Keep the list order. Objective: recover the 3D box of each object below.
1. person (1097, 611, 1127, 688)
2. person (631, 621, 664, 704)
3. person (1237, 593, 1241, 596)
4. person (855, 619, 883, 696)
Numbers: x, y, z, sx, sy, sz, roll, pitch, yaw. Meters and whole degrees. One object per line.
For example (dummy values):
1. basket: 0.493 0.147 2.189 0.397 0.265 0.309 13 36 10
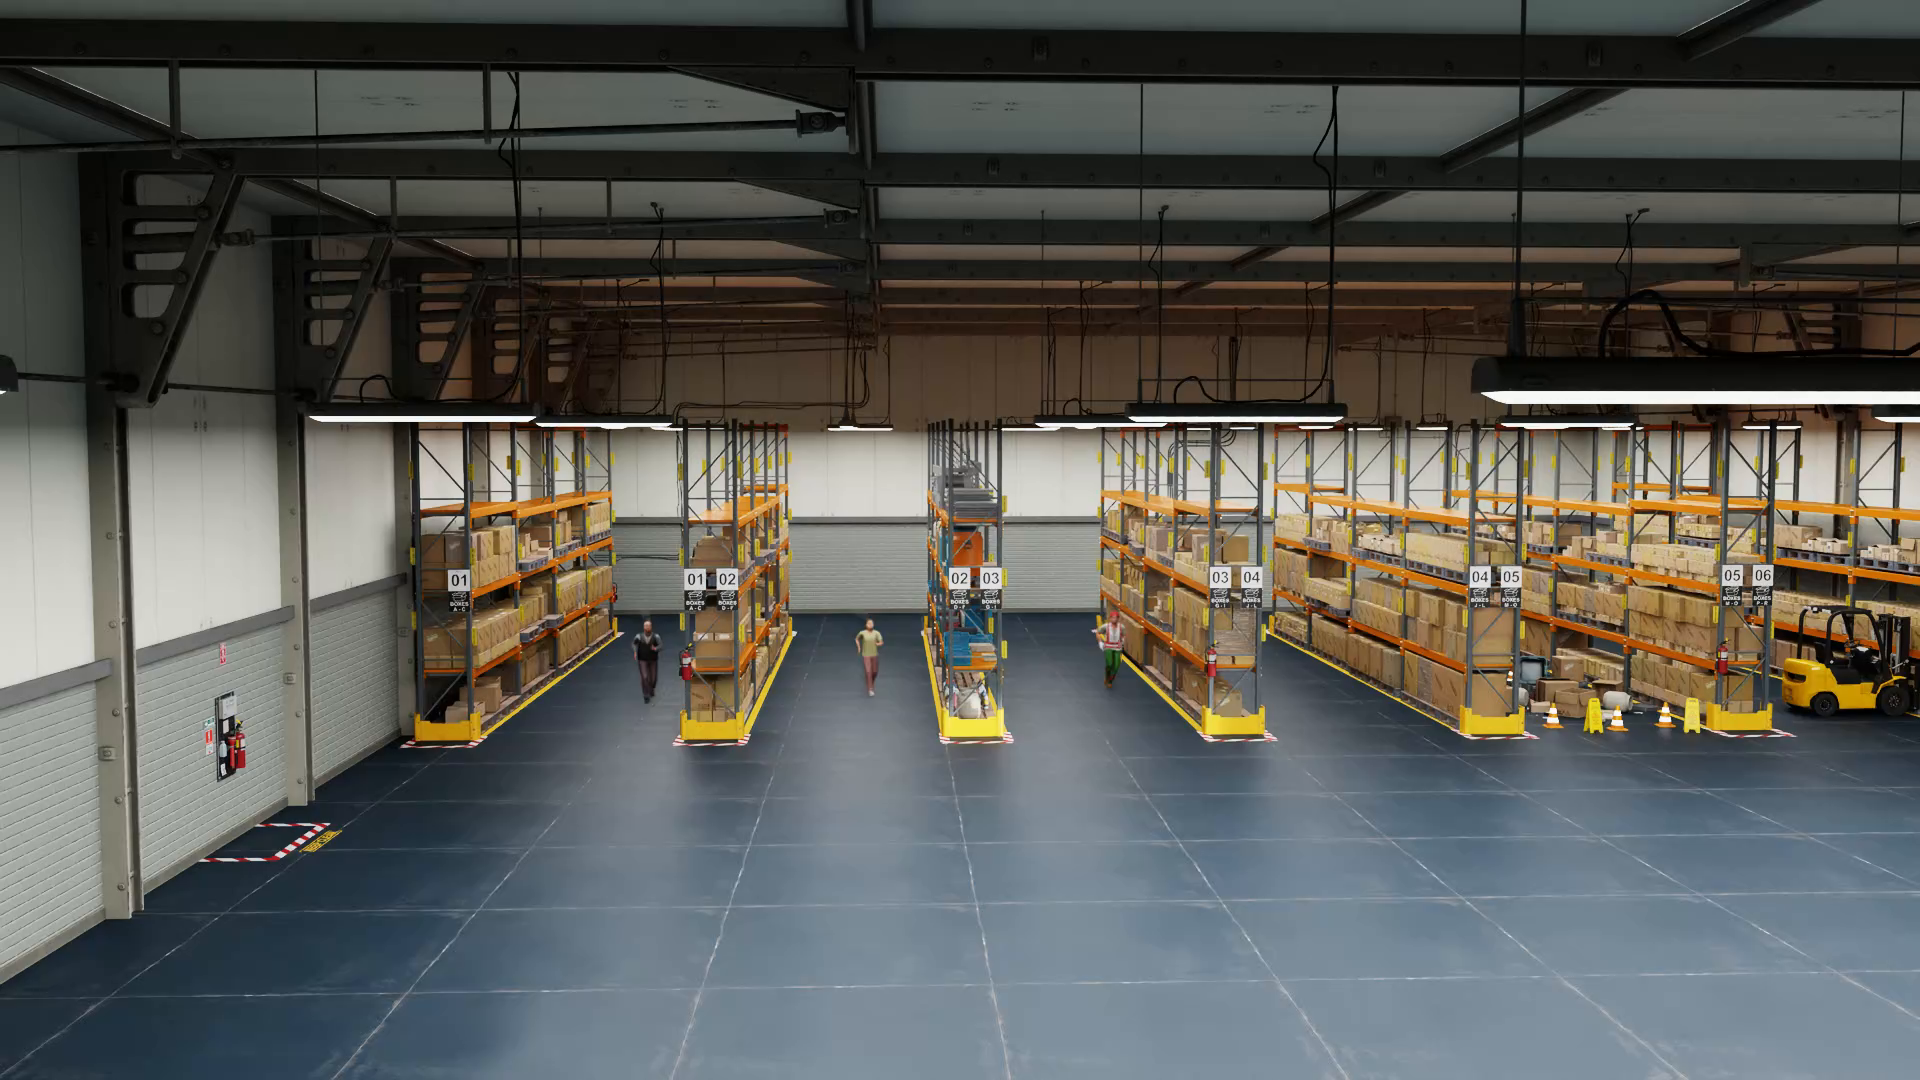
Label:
1. person: 3.432 2.462 37.158 0.657 1.736 0.629 -1 4 -9
2. person: -6.646 2.582 35.422 0.662 1.698 0.959 -1 4 -15
3. person: 7.073 2.194 42.389 0.600 1.692 0.908 -1 4 -14
4. person: -1.971 2.540 36.444 0.581 1.646 0.958 -1 4 -14
